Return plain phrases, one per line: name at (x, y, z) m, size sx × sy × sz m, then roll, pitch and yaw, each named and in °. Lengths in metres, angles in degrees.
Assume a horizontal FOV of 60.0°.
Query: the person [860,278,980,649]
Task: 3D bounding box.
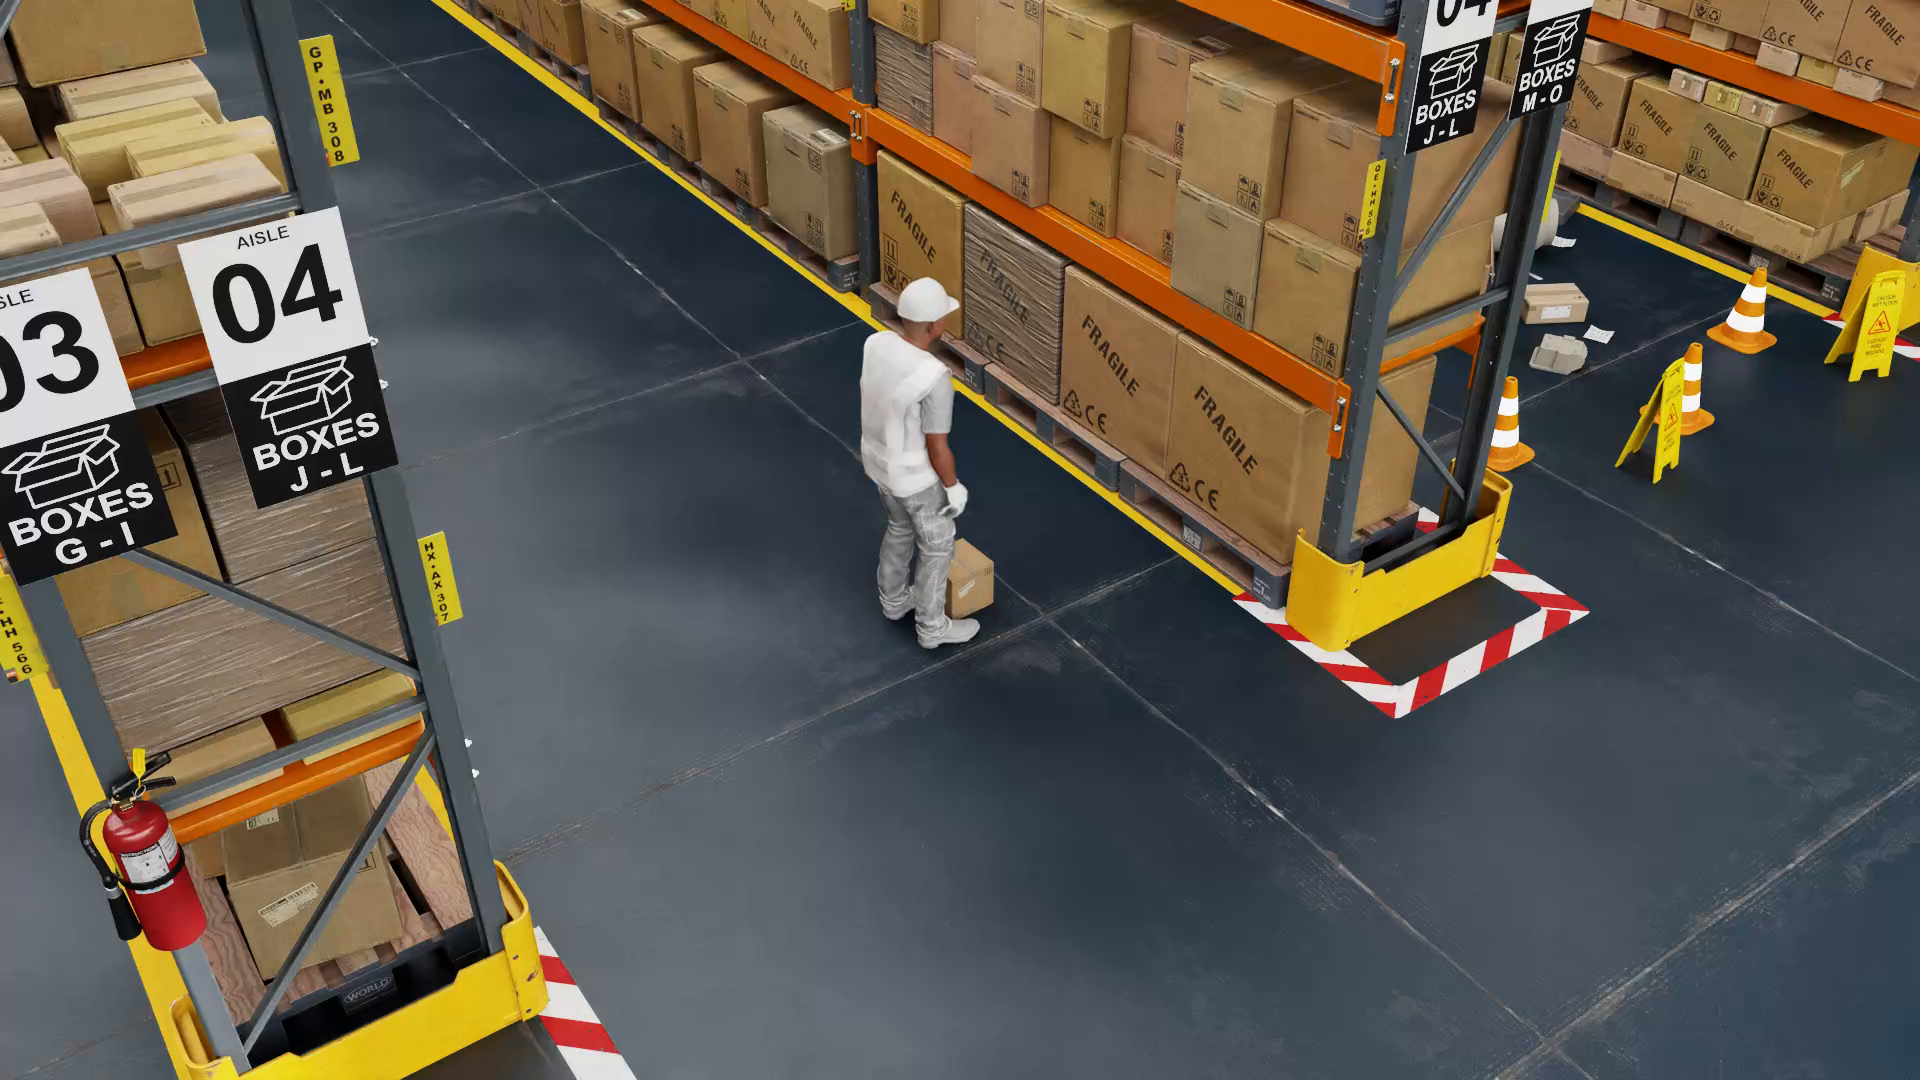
person at (-0.191, -0.334, 7.453) m, size 0.448 × 1.774 × 0.617 m, roll -22°, pitch 42°, yaw -27°
